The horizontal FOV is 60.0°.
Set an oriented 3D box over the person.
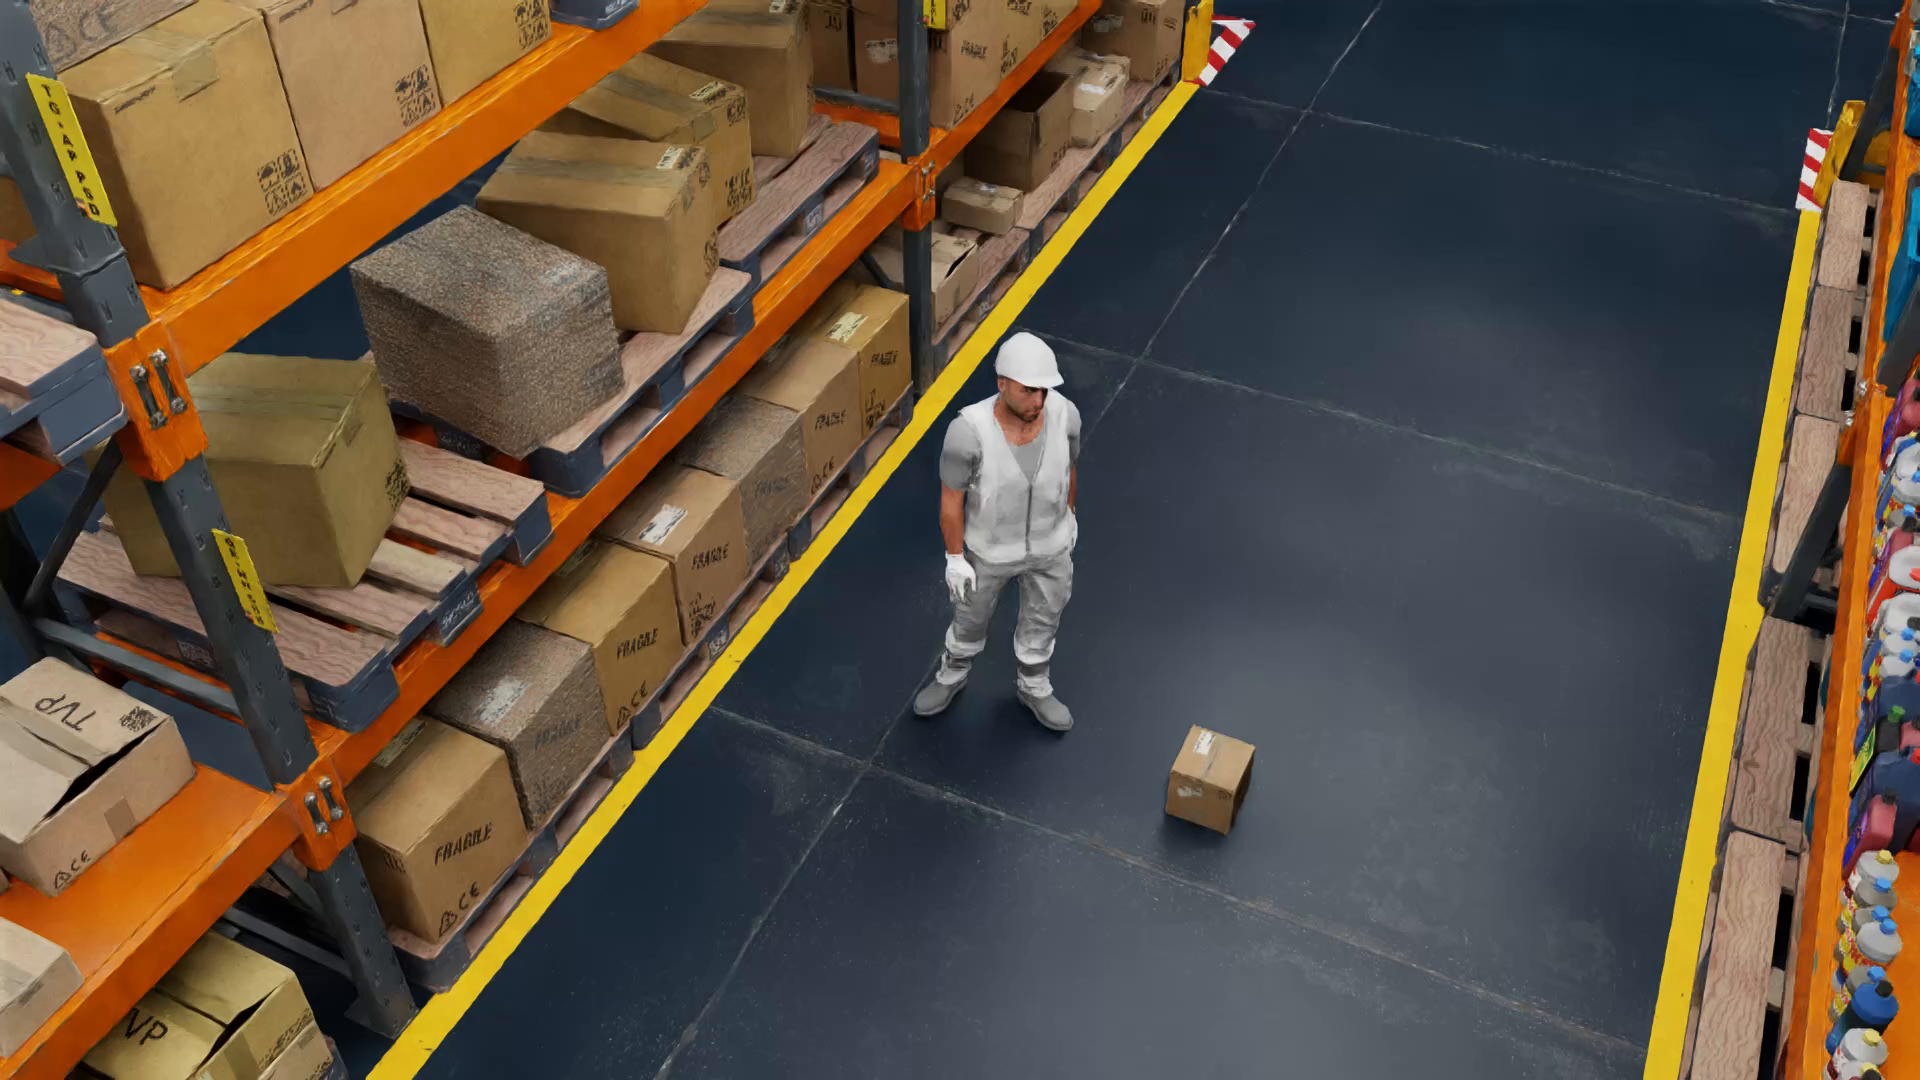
[{"bbox_3d":[0.143,0.004,6.119,0.662,1.791,0.428,-10,43,-11],"label":"person"}]
